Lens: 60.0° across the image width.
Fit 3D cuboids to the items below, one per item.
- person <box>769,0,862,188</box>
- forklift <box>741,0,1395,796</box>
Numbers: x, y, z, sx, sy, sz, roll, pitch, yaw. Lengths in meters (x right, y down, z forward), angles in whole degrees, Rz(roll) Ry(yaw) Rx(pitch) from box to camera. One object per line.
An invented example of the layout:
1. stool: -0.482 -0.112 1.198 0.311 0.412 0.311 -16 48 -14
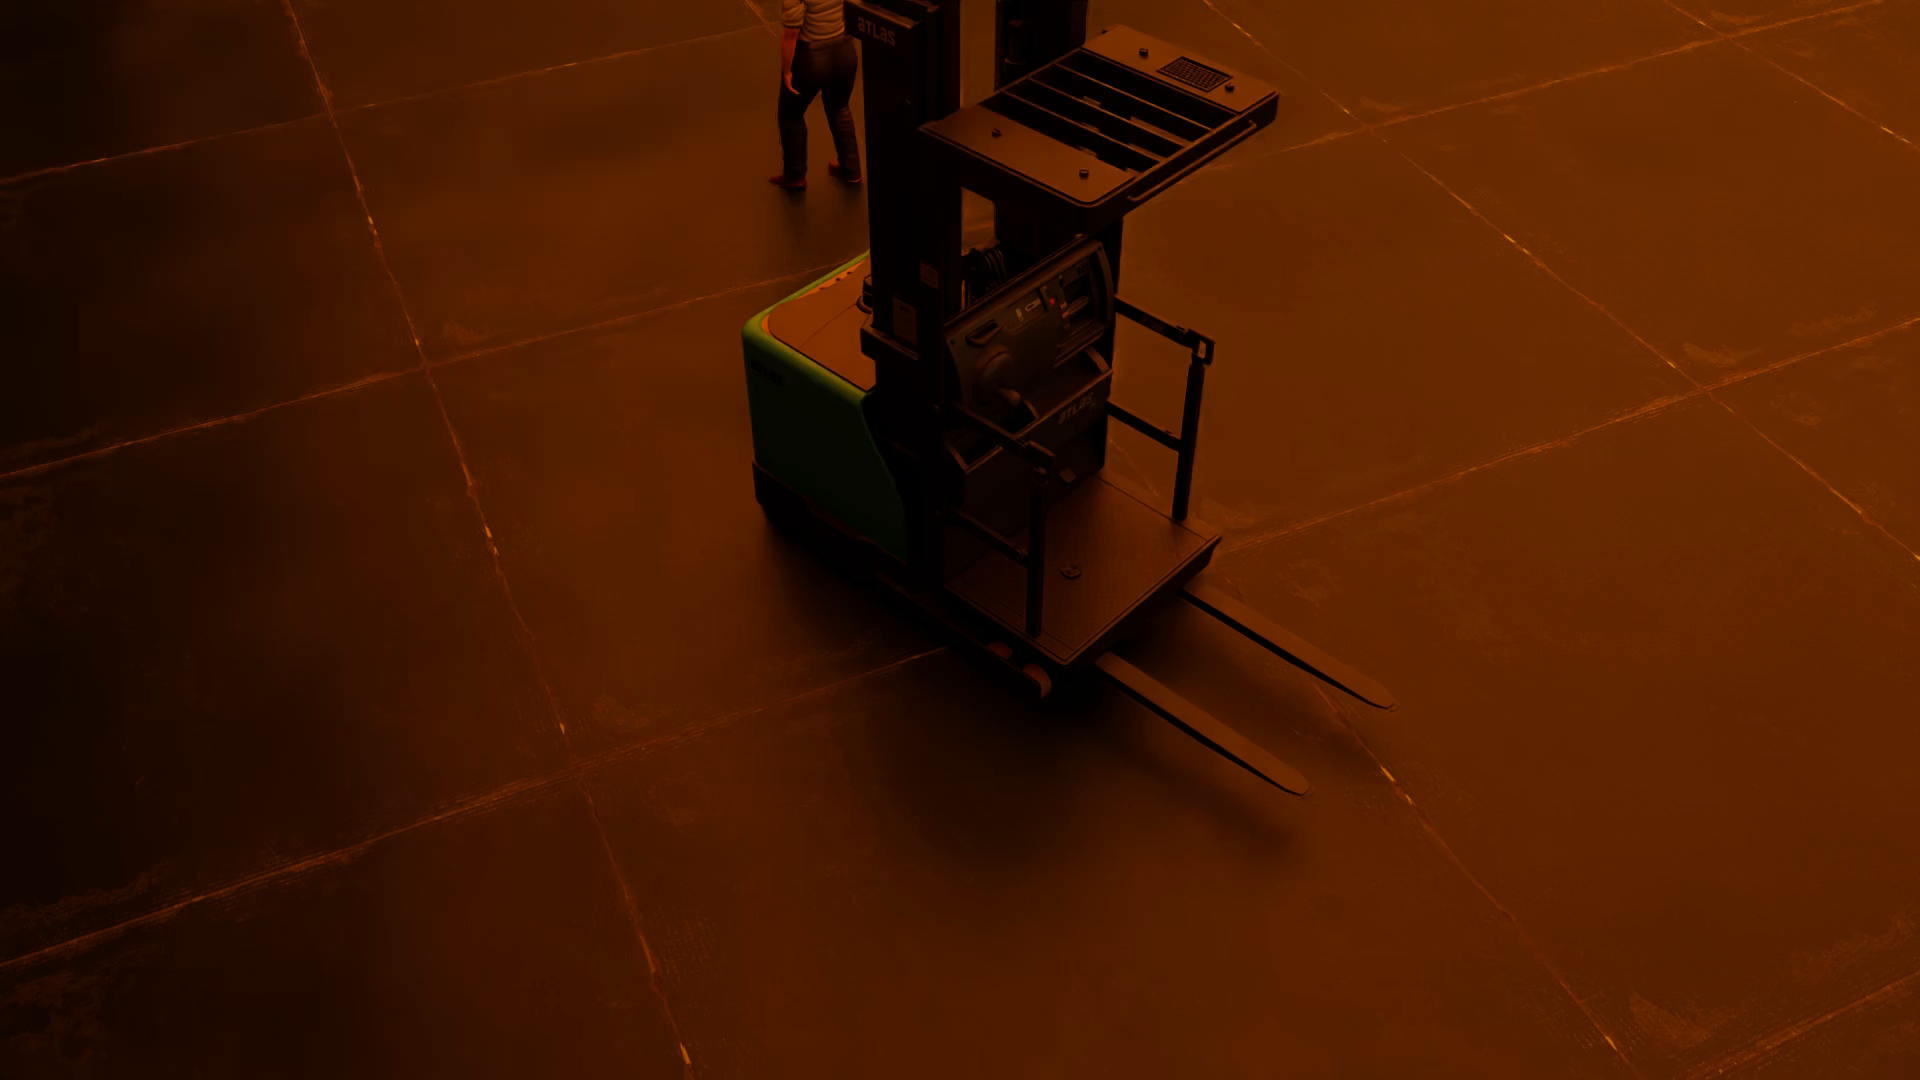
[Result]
1. person: -0.850 -2.795 9.652 0.556 1.684 0.475 -27 49 -26
2. forklift: 0.445 -0.788 6.525 3.031 2.935 1.130 32 52 30
